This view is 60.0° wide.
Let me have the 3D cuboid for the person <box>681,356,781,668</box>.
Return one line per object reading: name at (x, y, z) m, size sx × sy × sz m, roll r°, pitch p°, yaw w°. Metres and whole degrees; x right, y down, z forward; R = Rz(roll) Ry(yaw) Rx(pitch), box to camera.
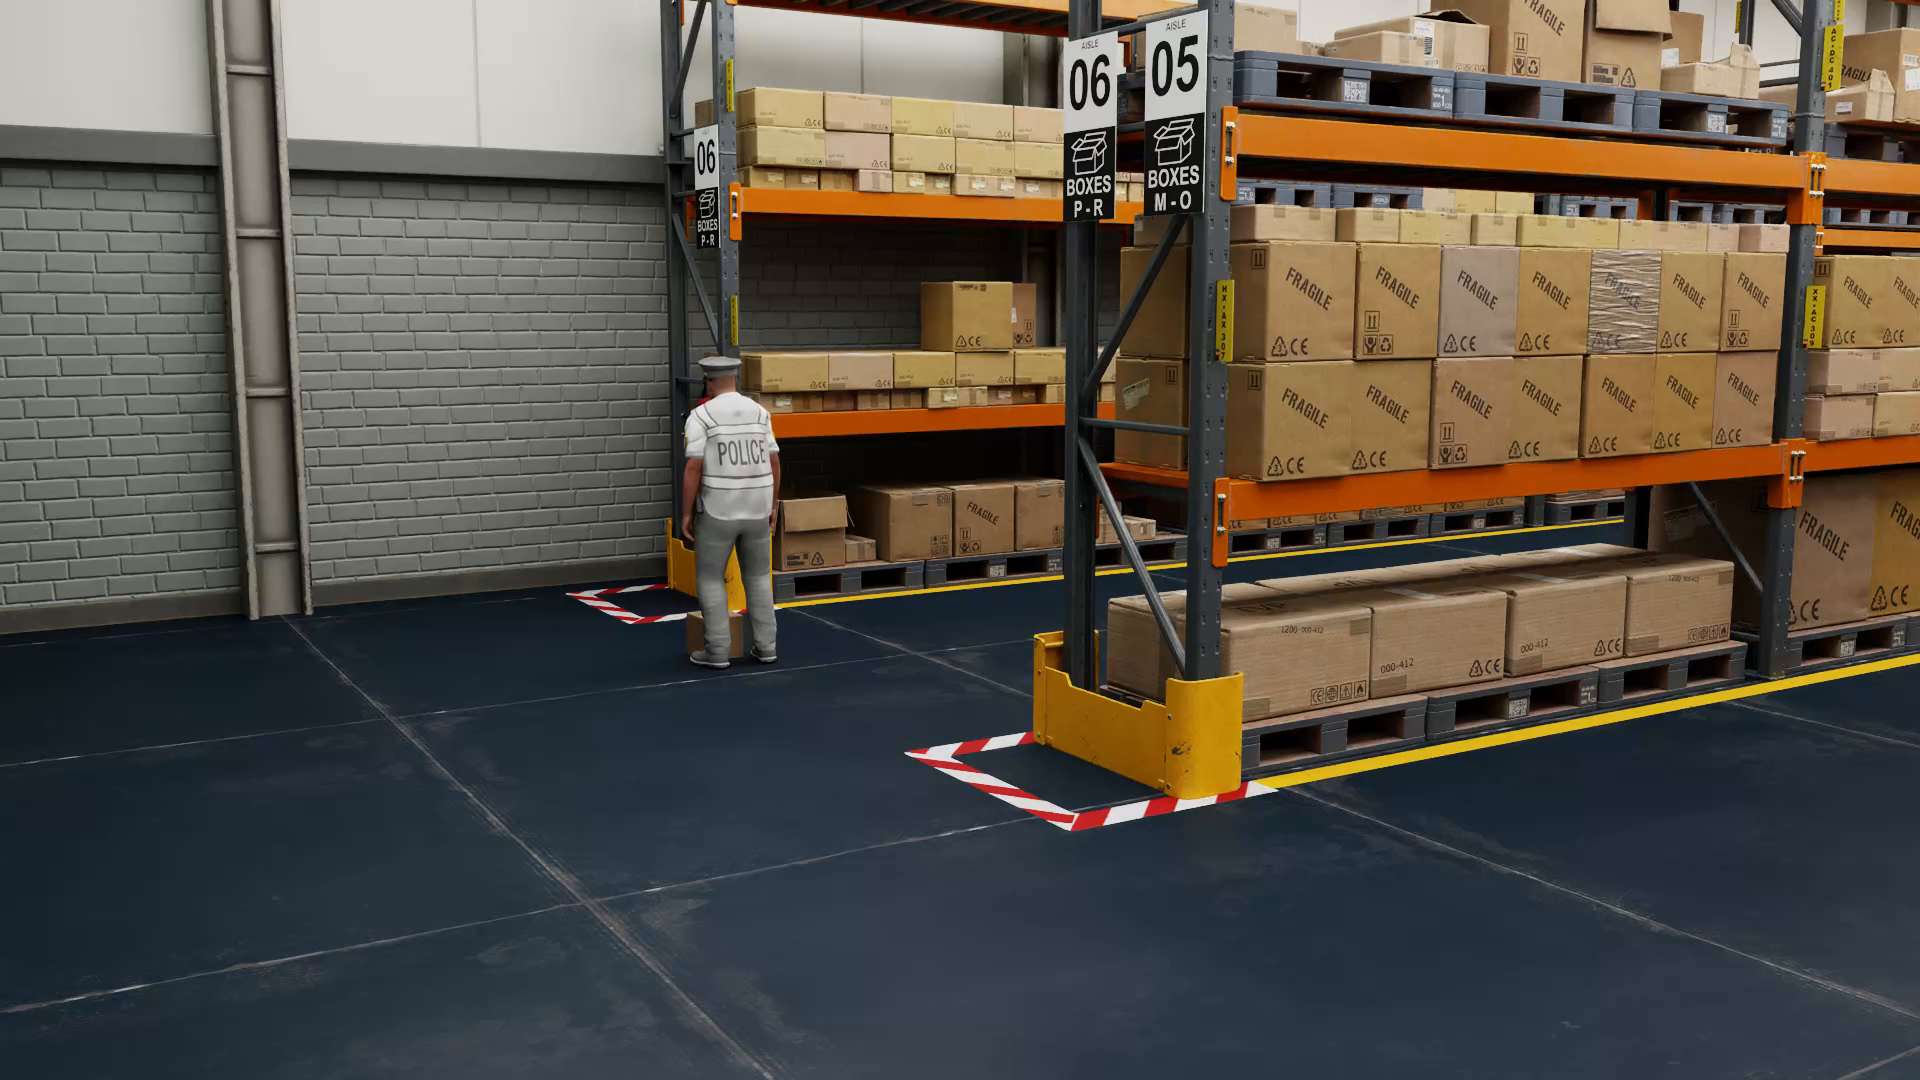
person at (-1.286, -0.156, 9.393) m, size 0.585 × 1.748 × 0.434 m, roll -5°, pitch 9°, yaw -31°
